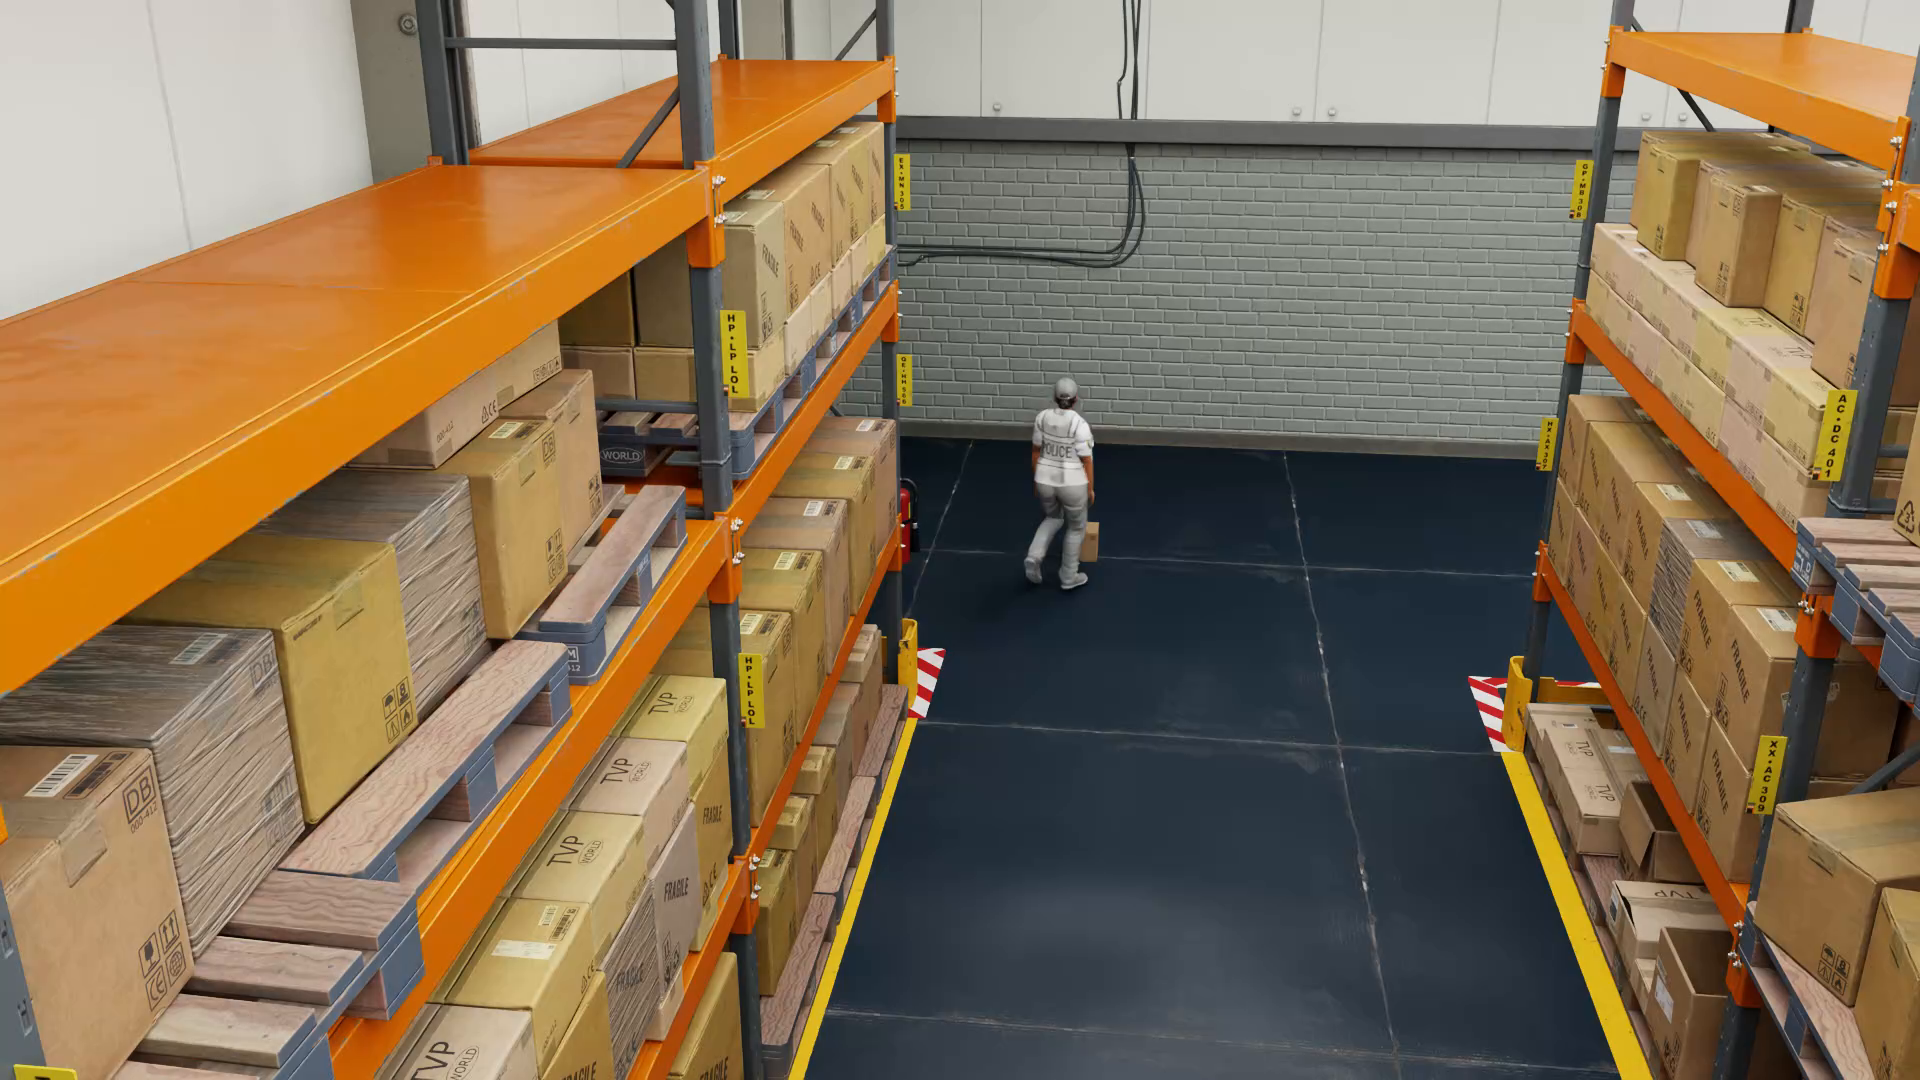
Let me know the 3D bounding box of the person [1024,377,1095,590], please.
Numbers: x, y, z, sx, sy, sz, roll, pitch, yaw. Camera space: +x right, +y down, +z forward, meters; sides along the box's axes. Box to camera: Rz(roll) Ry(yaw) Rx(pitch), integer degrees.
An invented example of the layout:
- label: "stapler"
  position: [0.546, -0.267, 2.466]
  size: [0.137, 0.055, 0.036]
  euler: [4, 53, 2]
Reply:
- label: "person"
  position: [0.764, -0.415, 12.497]
  size: [0.490, 1.653, 0.496]
  euler: [16, 26, 35]
